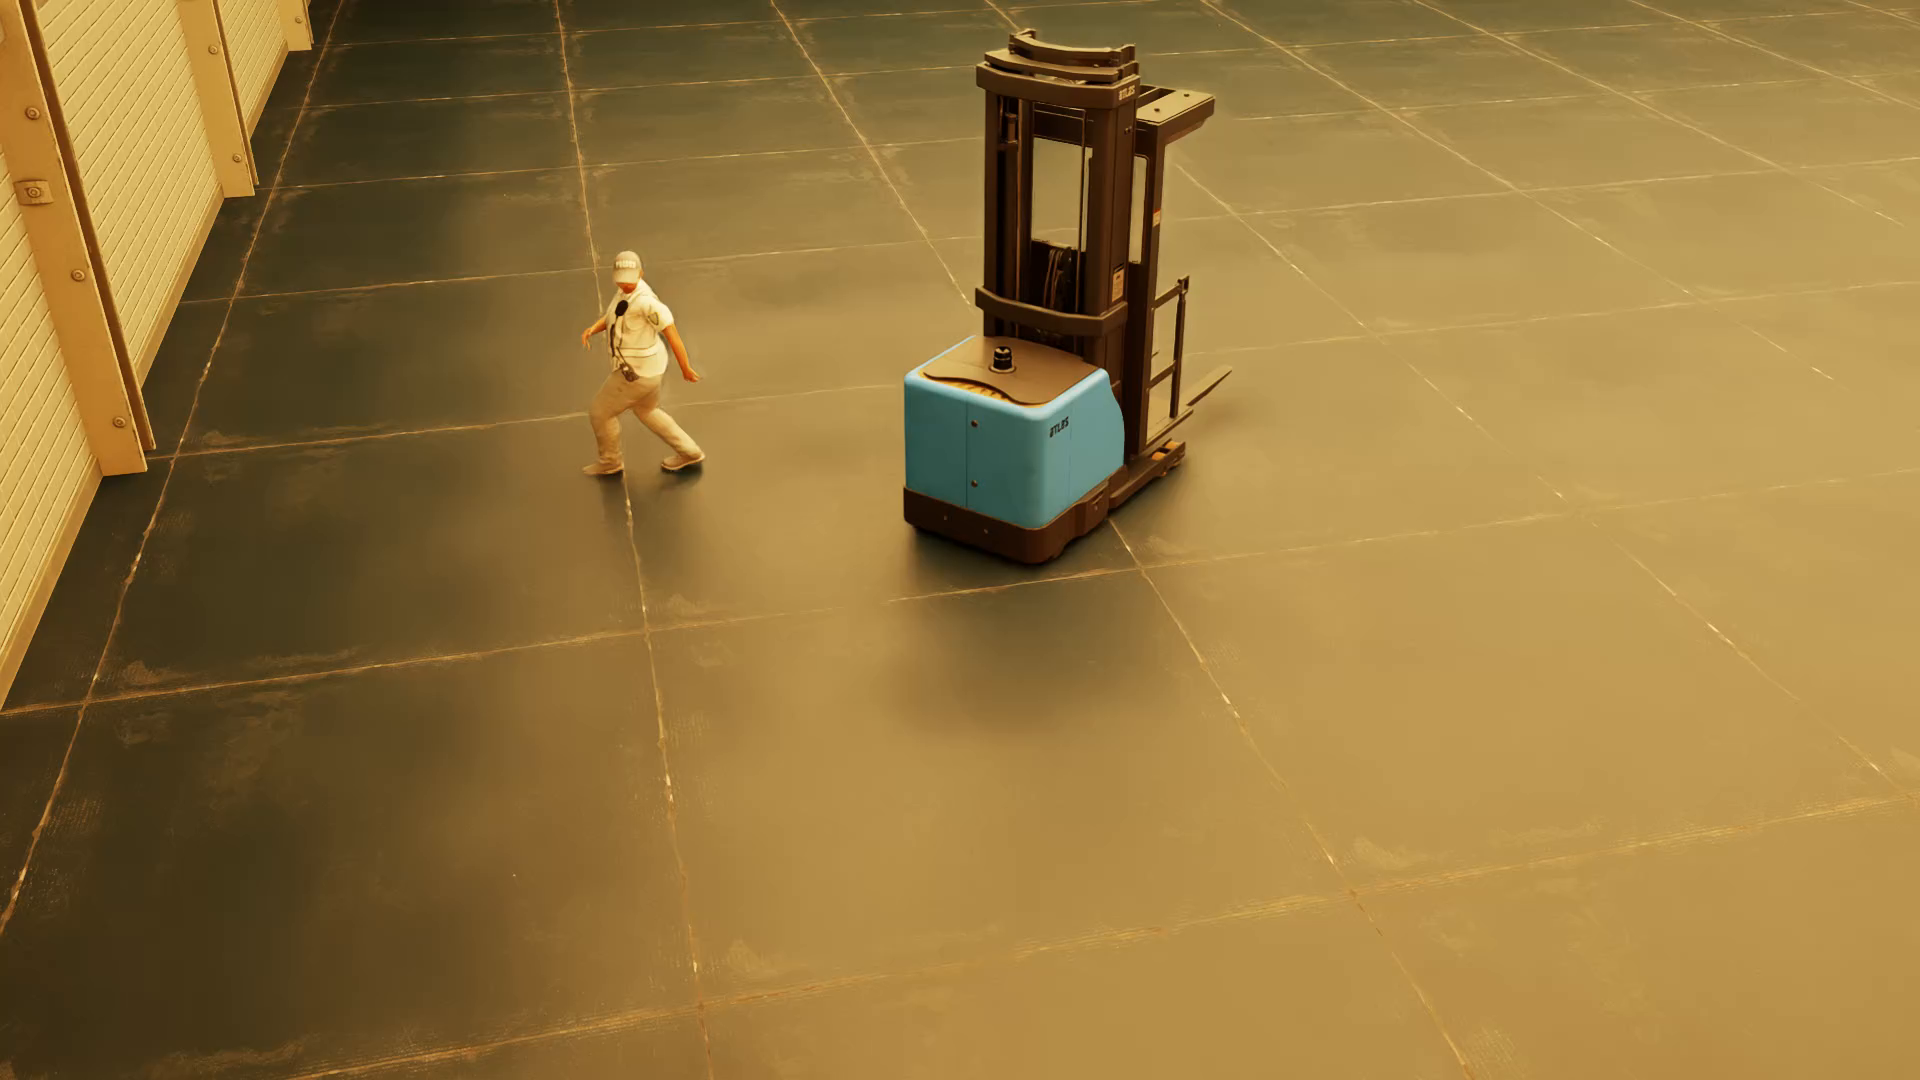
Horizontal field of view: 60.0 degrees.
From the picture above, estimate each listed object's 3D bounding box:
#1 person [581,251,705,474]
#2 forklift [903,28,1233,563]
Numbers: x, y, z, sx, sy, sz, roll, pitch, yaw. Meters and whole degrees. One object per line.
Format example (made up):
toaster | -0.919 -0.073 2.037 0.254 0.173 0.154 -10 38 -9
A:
person | -2.134 -1.141 10.938 0.888 1.603 0.504 -1 30 -1
forklift | 0.884 -1.817 10.713 1.130 2.935 3.031 19 35 29
